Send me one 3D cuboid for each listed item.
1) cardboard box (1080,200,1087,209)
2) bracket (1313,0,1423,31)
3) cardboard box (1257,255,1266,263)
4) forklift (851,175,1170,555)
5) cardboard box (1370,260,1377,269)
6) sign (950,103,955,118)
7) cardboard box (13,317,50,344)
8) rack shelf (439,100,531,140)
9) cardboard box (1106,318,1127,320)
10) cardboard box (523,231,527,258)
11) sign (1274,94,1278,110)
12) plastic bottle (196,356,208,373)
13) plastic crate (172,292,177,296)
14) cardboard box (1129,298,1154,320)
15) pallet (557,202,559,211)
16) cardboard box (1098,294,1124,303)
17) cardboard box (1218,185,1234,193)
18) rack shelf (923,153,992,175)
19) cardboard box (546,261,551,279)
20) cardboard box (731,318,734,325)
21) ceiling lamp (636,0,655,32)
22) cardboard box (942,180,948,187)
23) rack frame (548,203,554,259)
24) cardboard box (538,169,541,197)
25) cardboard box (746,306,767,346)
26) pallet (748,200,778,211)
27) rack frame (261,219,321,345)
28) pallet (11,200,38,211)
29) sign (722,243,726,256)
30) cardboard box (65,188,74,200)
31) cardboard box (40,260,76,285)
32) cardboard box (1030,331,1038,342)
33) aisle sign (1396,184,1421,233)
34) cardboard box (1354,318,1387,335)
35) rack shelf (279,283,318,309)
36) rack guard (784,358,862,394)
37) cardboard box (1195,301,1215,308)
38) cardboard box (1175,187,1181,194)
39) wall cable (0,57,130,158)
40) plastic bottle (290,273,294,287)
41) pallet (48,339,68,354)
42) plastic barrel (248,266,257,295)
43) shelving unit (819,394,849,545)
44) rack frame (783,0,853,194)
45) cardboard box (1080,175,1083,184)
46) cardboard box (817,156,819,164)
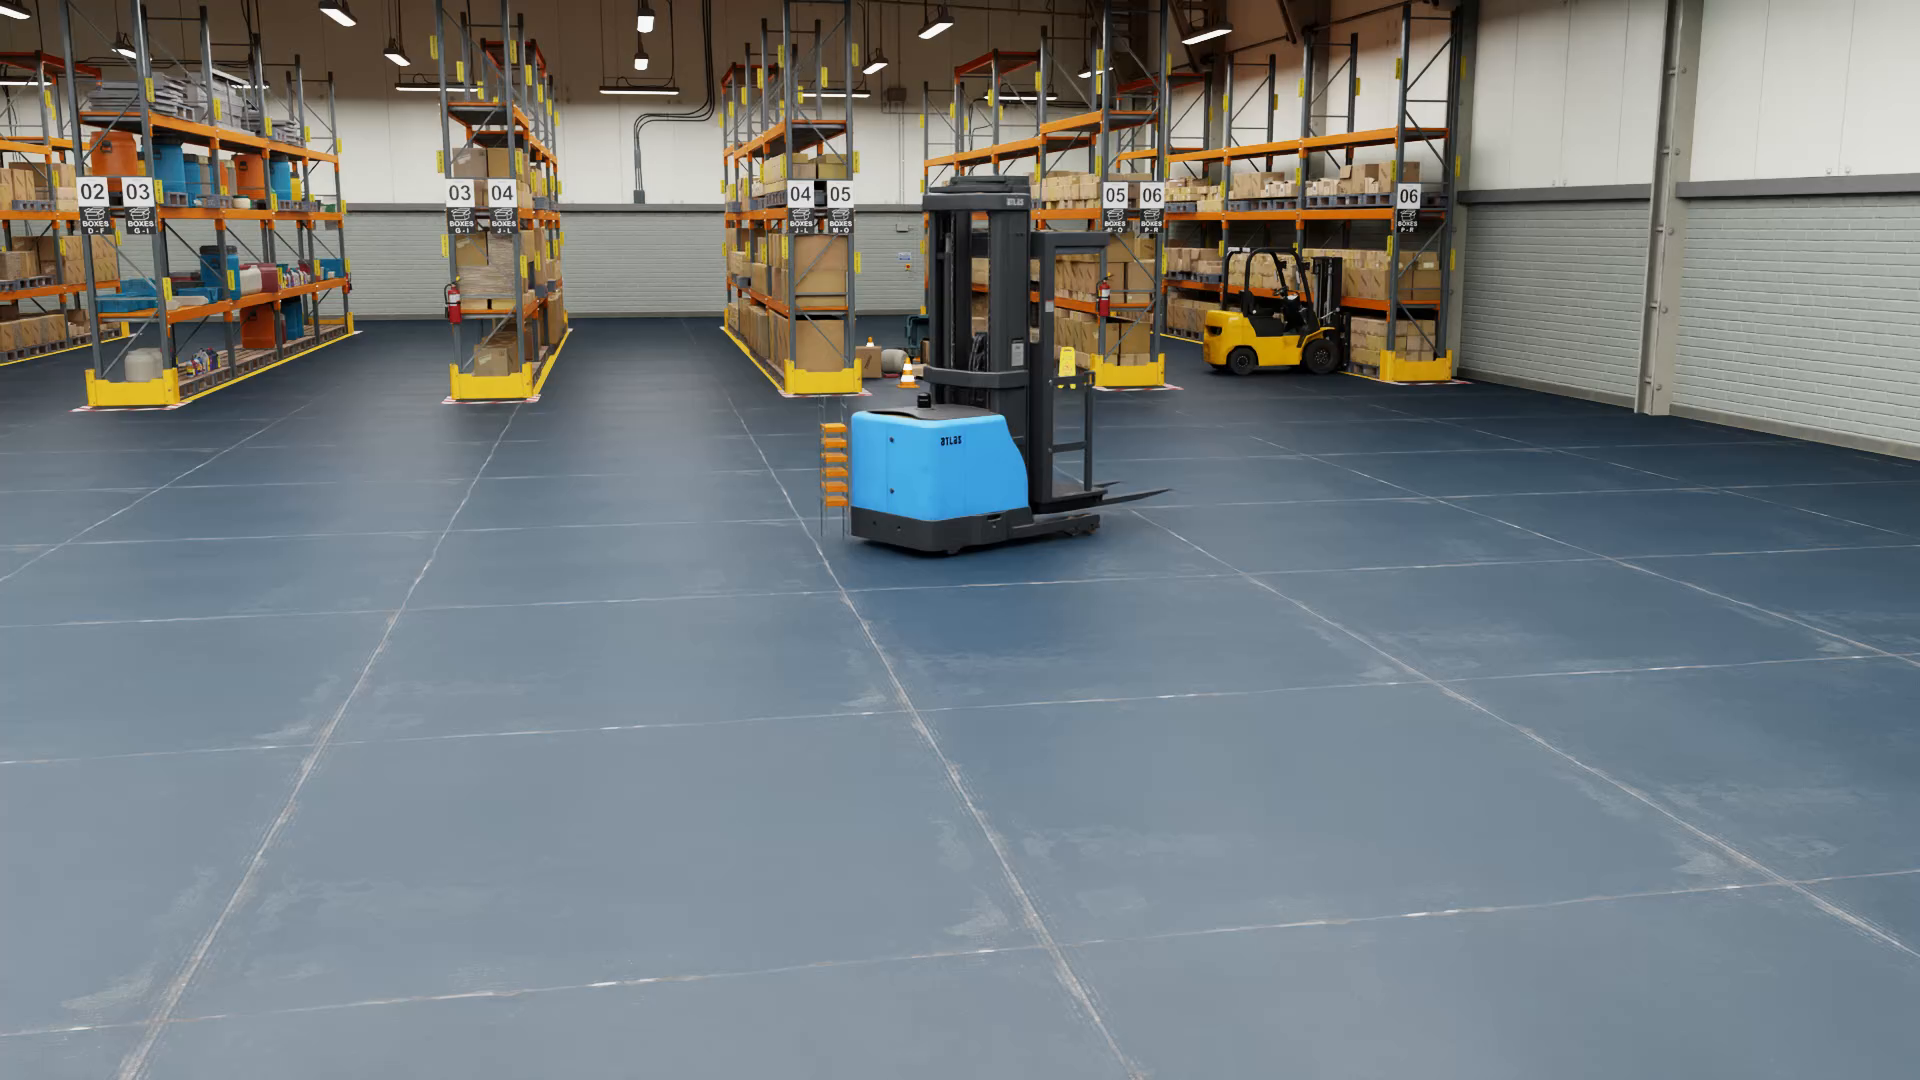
[{"bbox_3d":[2.195,-5.560,27.536,0.380,0.149,0.250,-2,11,-11],"label":"cardboard box"},{"bbox_3d":[7.404,-9.560,30.231,0.076,0.066,4.783,-2,11,-11],"label":"bracket"},{"bbox_3d":[6.118,-5.584,33.008,0.380,0.149,0.250,-2,11,-13],"label":"cardboard box"},{"bbox_3d":[0.542,-1.534,13.918,3.031,2.935,1.130,-10,14,-41],"label":"forklift"},{"bbox_3d":[7.173,-4.665,28.184,0.380,0.149,0.250,-2,11,-10],"label":"cardboard box"},{"bbox_3d":[-0.166,-9.636,37.337,0.100,0.325,0.005,-2,11,-11],"label":"sign"},{"bbox_3d":[-18.494,-4.174,33.110,0.500,0.500,0.500,-2,11,-10],"label":"cardboard box"},{"bbox_3d":[-7.393,-6.566,26.059,1.077,0.370,4.000,-2,11,-11],"label":"rack shelf"},{"bbox_3d":[2.630,-3.542,28.507,0.500,0.500,0.500,-2,11,-10],"label":"cardboard box"},{"bbox_3d":[-6.934,-4.496,25.560,0.500,0.500,0.500,-2,11,-11],"label":"cardboard box"},{"bbox_3d":[6.573,-9.121,34.626,0.100,0.325,0.005,-2,11,-11],"label":"sign"},{"bbox_3d":[-12.105,-2.807,26.528,0.152,0.276,0.135,-2,11,-10],"label":"plastic bottle"},{"bbox_3d":[-12.653,-3.797,26.191,0.450,0.188,0.662,-2,11,-11],"label":"plastic crate"},{"bbox_3d":[4.627,-5.788,41.644,0.700,0.500,0.500,-2,11,-9],"label":"cardboard box"},{"bbox_3d":[-9.961,-7.836,39.058,1.003,0.211,1.213,-2,11,-11],"label":"pallet"},{"bbox_3d":[2.434,-3.905,26.862,0.380,0.149,0.250,-2,11,-9],"label":"cardboard box"},{"bbox_3d":[5.672,-7.410,35.123,0.380,0.149,0.250,-2,11,-9],"label":"cardboard box"},{"bbox_3d":[-0.006,-8.932,39.553,1.077,0.370,4.000,-2,11,-11],"label":"rack shelf"},{"bbox_3d":[-8.593,-5.411,33.835,0.500,0.500,0.500,-2,11,-12],"label":"cardboard box"},{"bbox_3d":[-5.208,-5.168,39.329,0.380,0.149,0.250,-3,11,-14],"label":"cardboard box"},{"bbox_3d":[-5.053,-10.231,27.770,0.800,3.185,2.000,-2,11,-11],"label":"ceiling lamp"},{"bbox_3d":[-0.150,-8.305,39.627,0.500,0.500,0.500,-2,11,-10],"label":"cardboard box"},{"bbox_3d":[-9.338,-5.808,36.189,1.000,3.000,0.127,-2,11,-11],"label":"rack frame"},{"bbox_3d":[-8.111,-6.671,31.094,0.500,0.500,0.500,-2,11,-11],"label":"cardboard box"},{"bbox_3d":[-3.645,-4.222,32.752,1.050,0.750,0.750,-2,11,-12],"label":"cardboard box"},{"bbox_3d":[-3.498,-6.501,32.312,1.213,0.211,1.003,-2,11,-8],"label":"pallet"},{"bbox_3d":[-14.196,-5.628,35.242,1.000,3.000,0.127,-2,11,-11],"label":"rack frame"},{"bbox_3d":[-18.793,-6.517,32.396,1.213,0.211,1.003,-2,11,-11],"label":"pallet"},{"bbox_3d":[-5.763,-7.109,40.709,0.100,0.325,0.005,-2,11,-11],"label":"sign"},{"bbox_3d":[-19.006,-7.284,34.984,0.500,0.250,0.500,-2,11,-11],"label":"cardboard box"},{"bbox_3d":[-18.888,-5.601,34.833,0.500,0.500,0.500,-2,11,-10],"label":"cardboard box"},{"bbox_3d":[1.834,-3.713,31.085,0.950,0.372,0.625,-2,11,-10],"label":"cardboard box"},{"bbox_3d":[7.310,-5.403,27.108,0.394,0.787,0.004,-2,11,-11],"label":"aisle sign"},{"bbox_3d":[7.084,-3.662,28.470,0.500,0.250,0.500,-2,11,-10],"label":"cardboard box"},{"bbox_3d":[-13.807,-4.908,33.382,1.077,0.370,4.000,-2,11,-11],"label":"rack shelf"},{"bbox_3d":[-2.114,-2.537,25.686,1.175,0.500,0.348,-2,11,-11],"label":"rack guard"},{"bbox_3d":[5.454,-5.238,37.024,0.380,0.149,0.250,-3,11,-14],"label":"cardboard box"},{"bbox_3d":[5.084,-7.890,37.590,0.380,0.149,0.250,-2,11,-12],"label":"cardboard box"},{"bbox_3d":[-22.788,-11.053,42.496,3.097,2.526,0.112,-2,11,-11],"label":"wall cable"},{"bbox_3d":[-13.472,-5.243,33.530,0.061,0.283,0.133,-2,11,-11],"label":"plastic bottle"},{"bbox_3d":[-18.861,-3.931,33.784,1.003,0.211,1.213,-2,11,-11],"label":"pallet"},{"bbox_3d":[-12.927,-4.691,30.021,0.421,0.512,0.421,0,11,0],"label":"plastic barrel"},{"bbox_3d":[-1.024,-0.574,13.504,0.189,1.200,0.258,-3,11,-15],"label":"shelving unit"},{"bbox_3d":[-2.119,-6.716,24.915,1.000,3.000,0.127,-2,11,-11],"label":"rack frame"},{"bbox_3d":[2.217,-5.998,27.704,0.380,0.149,0.250,-2,11,-13],"label":"cardboard box"},{"bbox_3d":[-2.069,-6.025,26.458,0.380,0.149,0.250,-2,11,-12],"label":"cardboard box"}]
